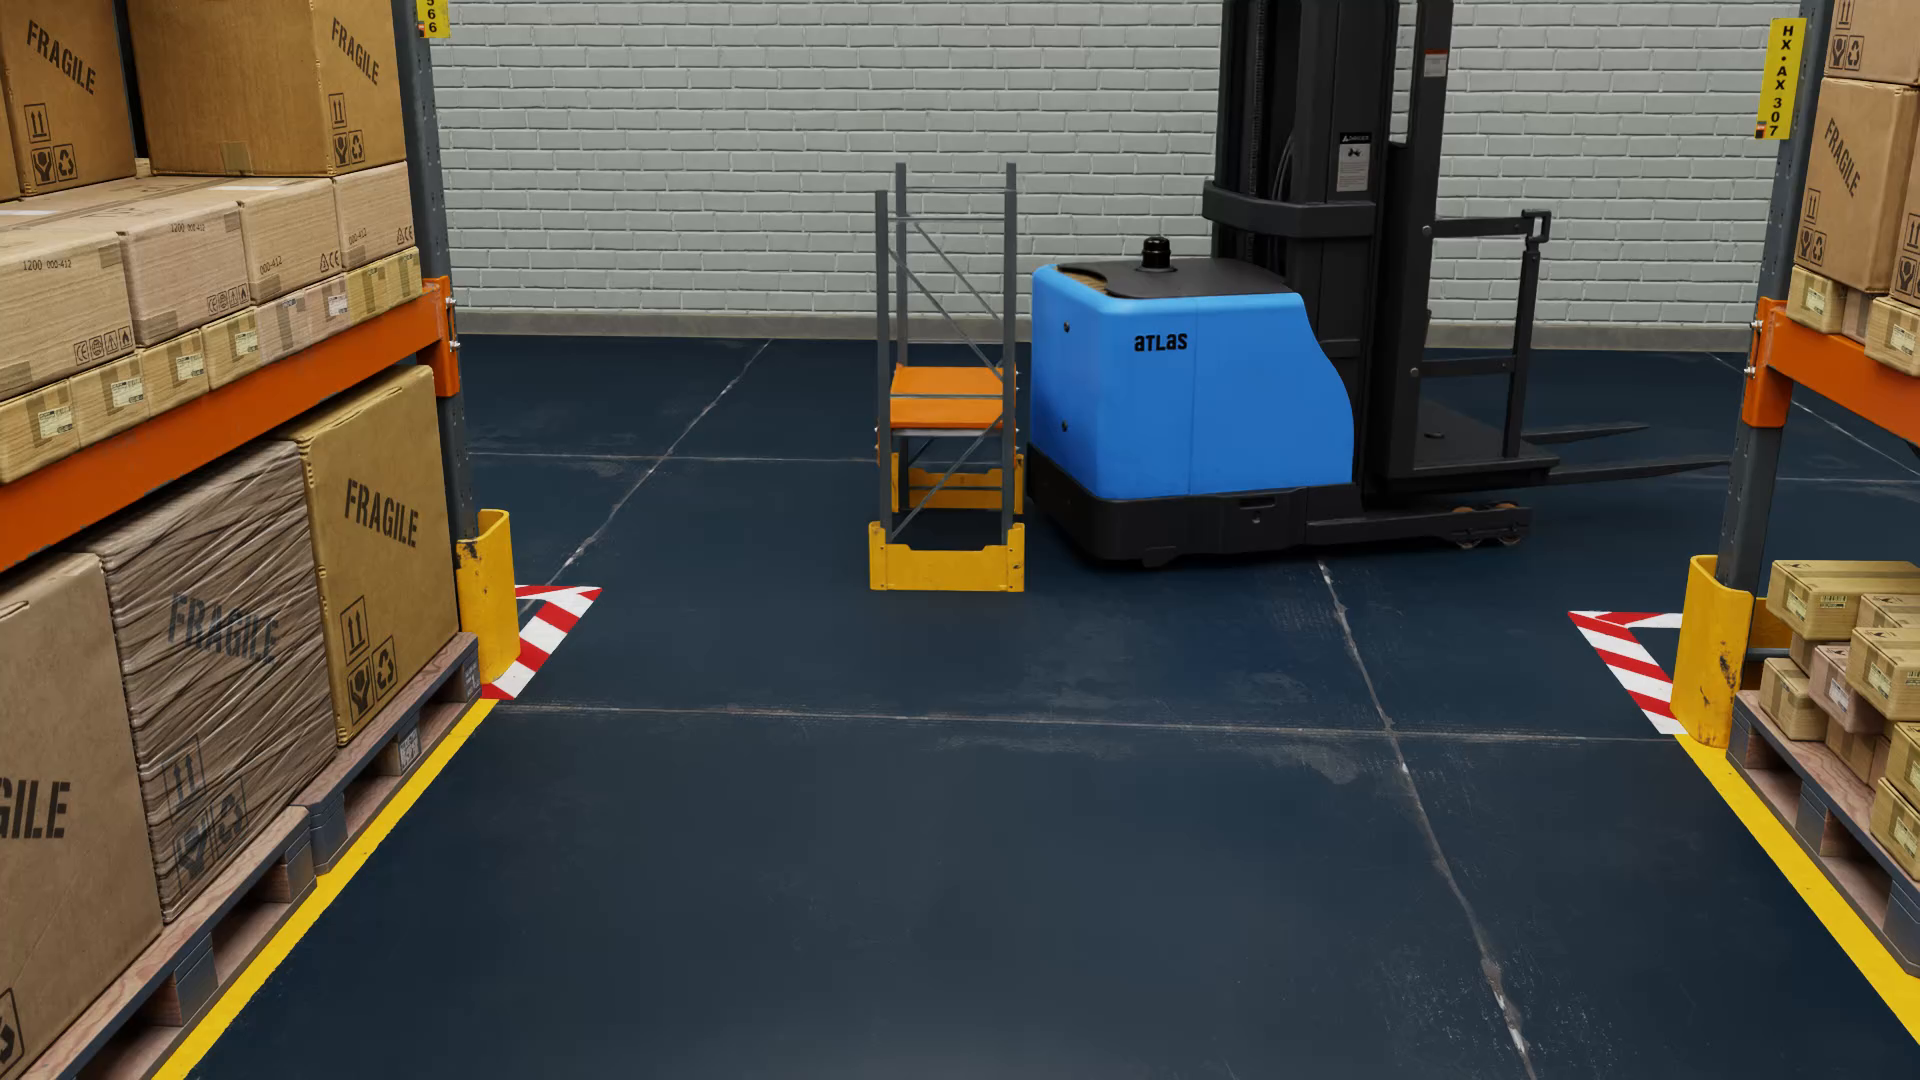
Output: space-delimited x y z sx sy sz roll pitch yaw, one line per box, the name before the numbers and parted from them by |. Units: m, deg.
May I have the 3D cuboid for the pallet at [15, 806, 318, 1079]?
pallet | -2.176 0.949 3.689 1.003 0.211 1.213 1 18 4

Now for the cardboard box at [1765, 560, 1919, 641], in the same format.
cardboard box | 2.457 0.165 4.550 0.380 0.149 0.250 0 18 1

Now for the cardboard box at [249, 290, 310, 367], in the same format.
cardboard box | -1.859 -0.530 4.128 0.380 0.149 0.250 2 18 5

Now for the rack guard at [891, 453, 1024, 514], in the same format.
rack guard | -0.017 -0.246 7.274 0.587 0.250 0.087 1 18 2

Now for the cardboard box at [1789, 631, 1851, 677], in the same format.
cardboard box | 2.540 0.309 4.590 0.380 0.149 0.250 2 18 6

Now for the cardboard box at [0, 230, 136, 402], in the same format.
cardboard box | -1.983 -0.441 3.213 0.500 0.250 0.500 1 18 4

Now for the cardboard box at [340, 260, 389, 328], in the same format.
cardboard box | -1.821 -0.686 4.604 0.380 0.149 0.250 1 18 4

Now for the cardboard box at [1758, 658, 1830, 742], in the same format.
cardboard box | 2.476 0.449 4.641 0.380 0.149 0.250 2 18 5

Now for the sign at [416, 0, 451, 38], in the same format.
sign | -1.566 -1.651 4.904 0.100 0.325 0.005 1 18 4

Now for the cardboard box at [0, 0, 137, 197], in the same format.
cardboard box | -2.446 -1.132 4.121 0.500 0.500 0.500 1 18 3

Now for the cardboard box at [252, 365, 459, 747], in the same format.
cardboard box | -2.073 0.006 4.824 0.875 0.875 0.875 1 18 4

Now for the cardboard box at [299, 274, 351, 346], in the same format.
cardboard box | -1.840 -0.608 4.364 0.380 0.149 0.250 1 18 4

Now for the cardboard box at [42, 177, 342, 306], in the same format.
cardboard box | -1.914 -0.760 4.190 0.500 0.250 0.500 1 18 3

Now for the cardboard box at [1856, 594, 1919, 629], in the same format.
cardboard box | 2.557 0.254 4.280 0.380 0.149 0.250 2 18 5

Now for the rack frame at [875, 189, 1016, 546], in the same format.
rack frame | -0.051 -0.524 6.115 0.500 1.500 0.032 1 18 2

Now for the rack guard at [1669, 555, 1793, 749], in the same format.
rack guard | 2.828 0.349 5.054 1.175 0.500 0.348 1 18 4

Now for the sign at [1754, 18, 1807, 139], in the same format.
sign | 2.292 -1.286 4.639 0.100 0.325 0.005 1 18 4

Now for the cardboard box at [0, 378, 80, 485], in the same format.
cardboard box | -1.930 -0.211 3.154 0.380 0.149 0.250 1 18 2

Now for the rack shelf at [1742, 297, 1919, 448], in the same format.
rack shelf | 2.690 0.101 2.954 1.077 0.370 4.000 1 18 4

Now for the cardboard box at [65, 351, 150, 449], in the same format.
cardboard box | -1.914 -0.292 3.401 0.380 0.149 0.250 2 18 5

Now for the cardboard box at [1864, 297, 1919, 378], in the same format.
cardboard box | 2.434 -0.487 3.996 0.380 0.149 0.250 1 18 2

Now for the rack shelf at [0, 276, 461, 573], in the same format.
rack shelf | -2.250 -0.041 3.387 1.077 0.370 4.000 1 18 4

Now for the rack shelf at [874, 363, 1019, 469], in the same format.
rack shelf | -0.034 -0.512 6.654 0.538 0.185 1.000 1 18 2

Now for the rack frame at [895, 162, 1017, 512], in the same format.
rack frame | -0.017 -0.841 7.080 0.500 1.500 0.032 1 18 2

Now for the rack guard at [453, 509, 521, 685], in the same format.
rack guard | -2.105 0.176 5.583 1.175 0.500 0.348 1 18 4

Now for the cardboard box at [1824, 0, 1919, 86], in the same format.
cardboard box | 2.536 -1.393 4.112 0.500 0.500 0.500 1 18 4

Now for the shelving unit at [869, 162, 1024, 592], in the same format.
shelving unit | -0.033 -0.685 6.606 0.587 1.500 1.083 1 18 2

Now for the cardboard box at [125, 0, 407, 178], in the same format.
cardboard box | -1.879 -1.274 4.551 0.500 0.500 0.500 2 18 5

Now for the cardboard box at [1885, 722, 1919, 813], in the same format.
cardboard box | 2.408 0.548 3.861 0.380 0.149 0.250 2 18 6

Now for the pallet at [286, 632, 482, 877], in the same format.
pallet | -2.086 0.571 4.842 1.003 0.211 1.213 1 18 4

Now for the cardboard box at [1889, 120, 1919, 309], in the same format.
cardboard box | 2.513 -0.751 3.760 0.500 0.500 0.500 1 18 4

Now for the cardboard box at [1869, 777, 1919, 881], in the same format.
cardboard box | 2.401 0.686 3.917 0.380 0.149 0.250 2 18 5

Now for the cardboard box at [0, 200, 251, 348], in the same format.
cardboard box | -1.950 -0.602 3.707 0.500 0.250 0.500 1 18 2

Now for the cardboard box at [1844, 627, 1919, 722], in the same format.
cardboard box | 2.411 0.329 4.050 0.380 0.149 0.250 1 18 4

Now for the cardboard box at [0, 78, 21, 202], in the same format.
cardboard box | -2.477 -0.971 3.629 0.500 0.500 0.500 1 18 2

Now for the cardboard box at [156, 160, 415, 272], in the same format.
cardboard box | -1.877 -0.918 4.671 0.500 0.250 0.500 1 18 3

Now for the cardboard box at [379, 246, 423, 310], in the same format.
cardboard box | -1.804 -0.767 4.850 0.380 0.149 0.250 2 18 5

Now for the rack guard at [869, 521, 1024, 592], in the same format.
rack guard | -0.050 0.064 6.328 0.587 0.250 0.087 1 18 2

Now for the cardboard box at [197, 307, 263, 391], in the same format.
cardboard box | -1.876 -0.450 3.882 0.380 0.149 0.250 1 18 3

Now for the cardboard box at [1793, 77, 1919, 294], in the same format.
cardboard box | 2.526 -0.918 4.269 0.500 0.500 0.500 2 18 7

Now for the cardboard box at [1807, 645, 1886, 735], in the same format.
cardboard box | 2.464 0.392 4.335 0.380 0.149 0.250 1 18 4

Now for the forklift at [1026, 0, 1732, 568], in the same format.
forklift | 1.865 -1.515 6.839 3.031 2.935 1.130 -5 19 -14

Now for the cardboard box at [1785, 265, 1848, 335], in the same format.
cardboard box | 2.483 -0.650 4.492 0.380 0.149 0.250 1 18 3

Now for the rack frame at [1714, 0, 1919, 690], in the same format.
rack frame | 2.833 -0.862 4.737 1.000 3.000 0.127 1 18 4

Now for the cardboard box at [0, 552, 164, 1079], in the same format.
cardboard box | -2.202 0.565 3.118 0.875 0.875 0.875 1 18 4

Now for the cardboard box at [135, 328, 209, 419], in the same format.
cardboard box | -1.894 -0.369 3.636 0.380 0.149 0.250 1 18 4

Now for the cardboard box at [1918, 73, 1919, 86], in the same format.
cardboard box | 2.507 -1.236 3.633 0.500 0.500 0.500 2 18 6

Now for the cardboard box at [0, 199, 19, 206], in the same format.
cardboard box | -2.481 -0.614 3.742 0.500 0.250 0.500 1 18 2

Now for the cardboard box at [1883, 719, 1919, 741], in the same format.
cardboard box | 2.534 0.470 4.097 0.380 0.149 0.250 2 18 5

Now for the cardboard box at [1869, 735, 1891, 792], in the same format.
cardboard box | 2.528 0.609 4.151 0.380 0.149 0.250 1 18 5

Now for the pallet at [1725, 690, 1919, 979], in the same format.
pallet | 2.734 0.738 4.332 1.003 0.211 1.213 1 18 4

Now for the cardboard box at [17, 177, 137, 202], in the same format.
cardboard box | -2.441 -0.770 4.218 0.500 0.250 0.500 1 18 3

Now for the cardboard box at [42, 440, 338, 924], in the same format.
cardboard box | -2.138 0.289 3.962 0.875 0.875 0.875 1 18 4

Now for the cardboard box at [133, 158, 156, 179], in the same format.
cardboard box | -2.410 -0.931 4.711 0.500 0.250 0.500 1 18 2

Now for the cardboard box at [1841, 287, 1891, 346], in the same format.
cardboard box | 2.506 -0.570 4.248 0.380 0.149 0.250 2 18 6

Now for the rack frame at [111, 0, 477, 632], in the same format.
rack frame | -2.107 -1.004 5.171 1.000 3.000 0.127 1 18 4

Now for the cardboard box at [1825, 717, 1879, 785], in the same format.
cardboard box | 2.539 0.532 4.387 0.380 0.149 0.250 1 18 4
